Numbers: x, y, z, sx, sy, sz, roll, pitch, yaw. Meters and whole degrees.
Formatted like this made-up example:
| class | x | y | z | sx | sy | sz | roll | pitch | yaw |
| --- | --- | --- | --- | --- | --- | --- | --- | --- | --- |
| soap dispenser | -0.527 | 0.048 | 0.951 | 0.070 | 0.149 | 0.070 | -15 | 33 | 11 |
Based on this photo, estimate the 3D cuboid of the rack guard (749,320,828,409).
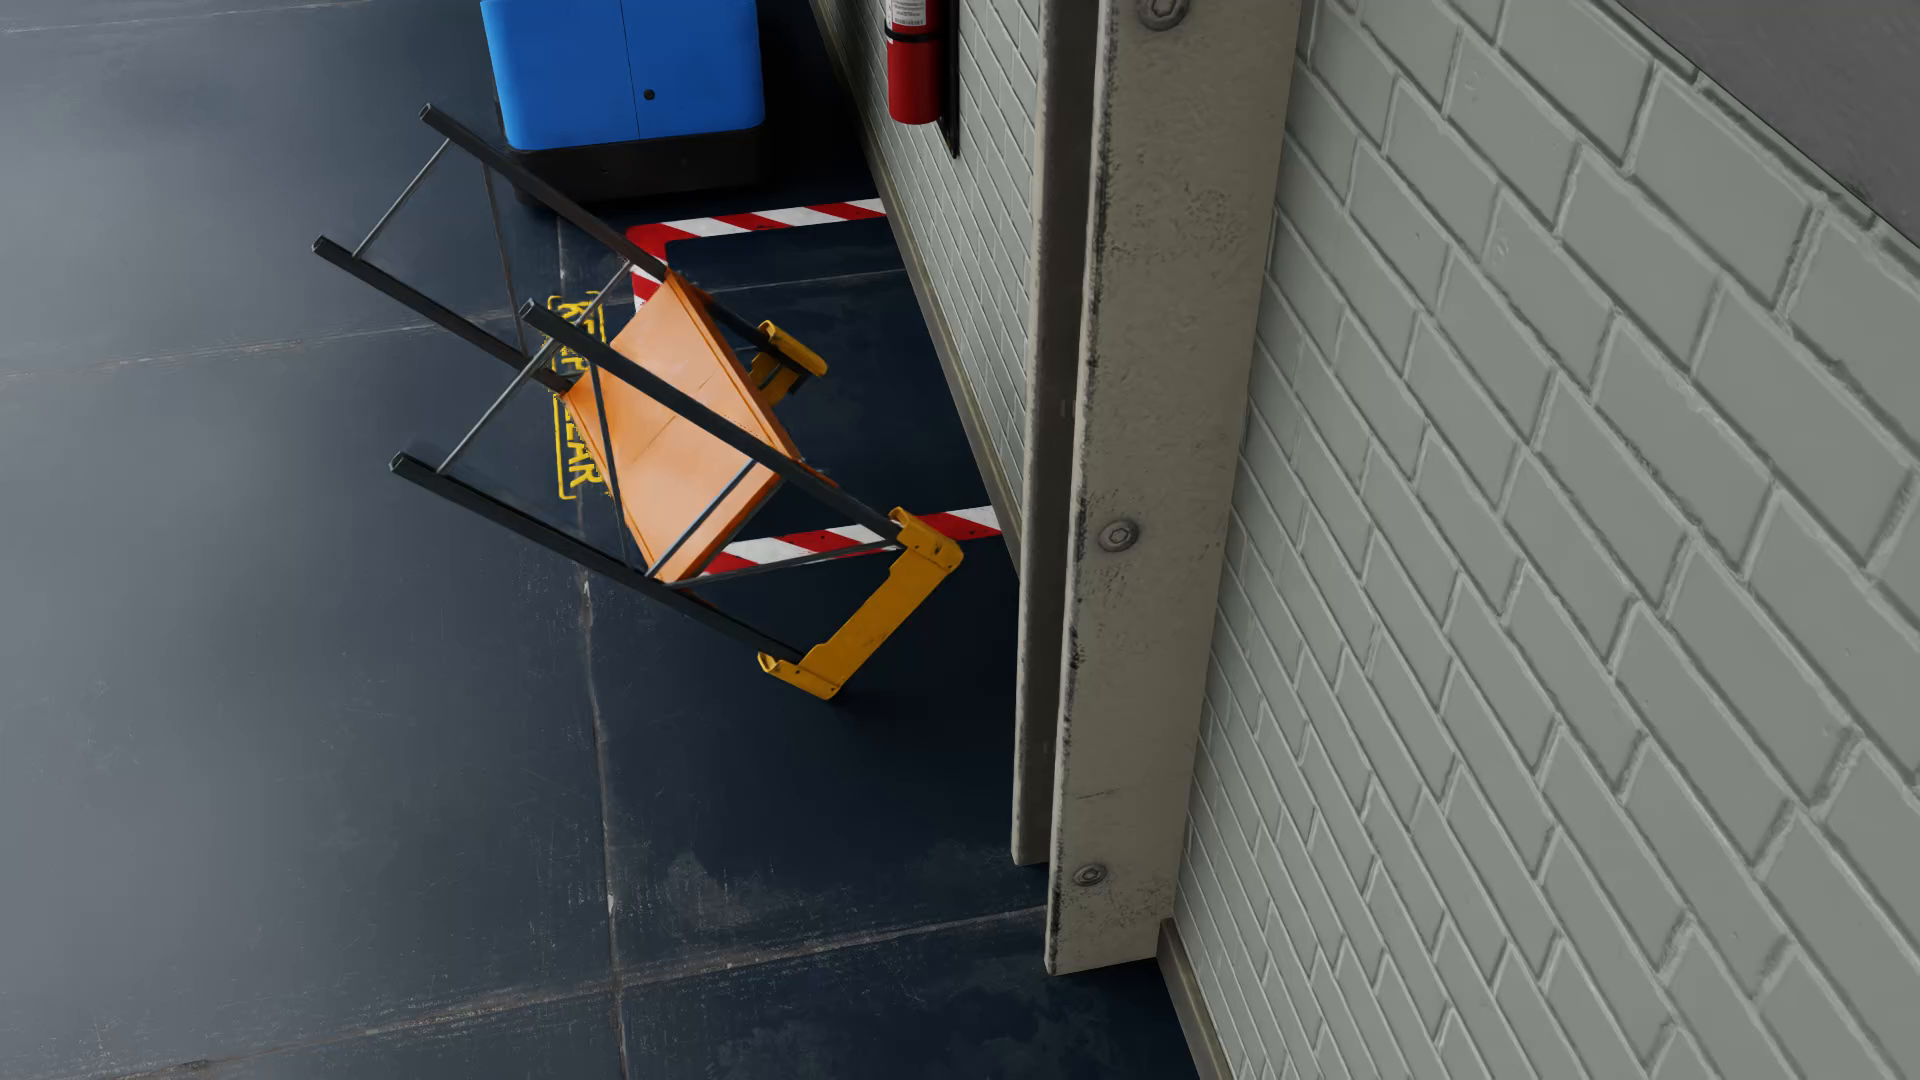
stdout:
| class | x | y | z | sx | sy | sz | roll | pitch | yaw |
| --- | --- | --- | --- | --- | --- | --- | --- | --- | --- |
| rack guard | -0.705 | -0.409 | 5.278 | 0.587 | 0.250 | 0.087 | -46 | 46 | 11 |

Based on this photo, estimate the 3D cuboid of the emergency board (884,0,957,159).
| class | x | y | z | sx | sy | sz | roll | pitch | yaw |
| --- | --- | --- | --- | --- | --- | --- | --- | --- | --- |
| emergency board | -0.171 | -1.816 | 5.037 | 0.194 | 1.169 | 0.643 | -8 | 42 | -9 |

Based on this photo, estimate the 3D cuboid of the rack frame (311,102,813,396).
| class | x | y | z | sx | sy | sz | roll | pitch | yaw |
| --- | --- | --- | --- | --- | --- | --- | --- | --- | --- |
| rack frame | -1.085 | -0.657 | 4.847 | 0.500 | 1.500 | 0.032 | -46 | 46 | 11 |

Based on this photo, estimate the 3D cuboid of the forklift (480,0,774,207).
| class | x | y | z | sx | sy | sz | roll | pitch | yaw |
| --- | --- | --- | --- | --- | --- | --- | --- | --- | --- |
| forklift | -1.577 | -3.416 | 6.890 | 1.130 | 2.935 | 3.031 | -8 | 42 | -9 |

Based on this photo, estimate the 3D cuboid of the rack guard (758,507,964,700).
| class | x | y | z | sx | sy | sz | roll | pitch | yaw |
| --- | --- | --- | --- | --- | --- | --- | --- | --- | --- |
| rack guard | -0.274 | 0.182 | 4.603 | 0.587 | 0.250 | 0.087 | -46 | 46 | 11 |

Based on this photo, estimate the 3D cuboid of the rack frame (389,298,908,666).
| class | x | y | z | sx | sy | sz | roll | pitch | yaw |
| --- | --- | --- | --- | --- | --- | --- | --- | --- | --- |
| rack frame | -0.644 | -0.053 | 4.158 | 0.500 | 1.500 | 0.032 | -46 | 46 | 11 |

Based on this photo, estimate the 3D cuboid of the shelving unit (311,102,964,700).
| class | x | y | z | sx | sy | sz | roll | pitch | yaw |
| --- | --- | --- | --- | --- | --- | --- | --- | --- | --- |
| shelving unit | -0.860 | -0.350 | 4.496 | 0.587 | 1.500 | 1.083 | -46 | 46 | 11 |

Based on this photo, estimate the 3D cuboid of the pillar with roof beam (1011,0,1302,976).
| class | x | y | z | sx | sy | sz | roll | pitch | yaw |
| --- | --- | --- | --- | --- | --- | --- | --- | --- | --- |
| pillar with roof beam | -3.878 | -1.836 | 0.539 | 9.100 | 9.000 | 0.400 | -8 | 42 | -9 |

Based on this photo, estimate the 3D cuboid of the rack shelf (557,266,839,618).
| class | x | y | z | sx | sy | sz | roll | pitch | yaw |
| --- | --- | --- | --- | --- | --- | --- | --- | --- | --- |
| rack shelf | -0.758 | -0.287 | 4.630 | 0.538 | 0.185 | 1.000 | -46 | 46 | 11 |
